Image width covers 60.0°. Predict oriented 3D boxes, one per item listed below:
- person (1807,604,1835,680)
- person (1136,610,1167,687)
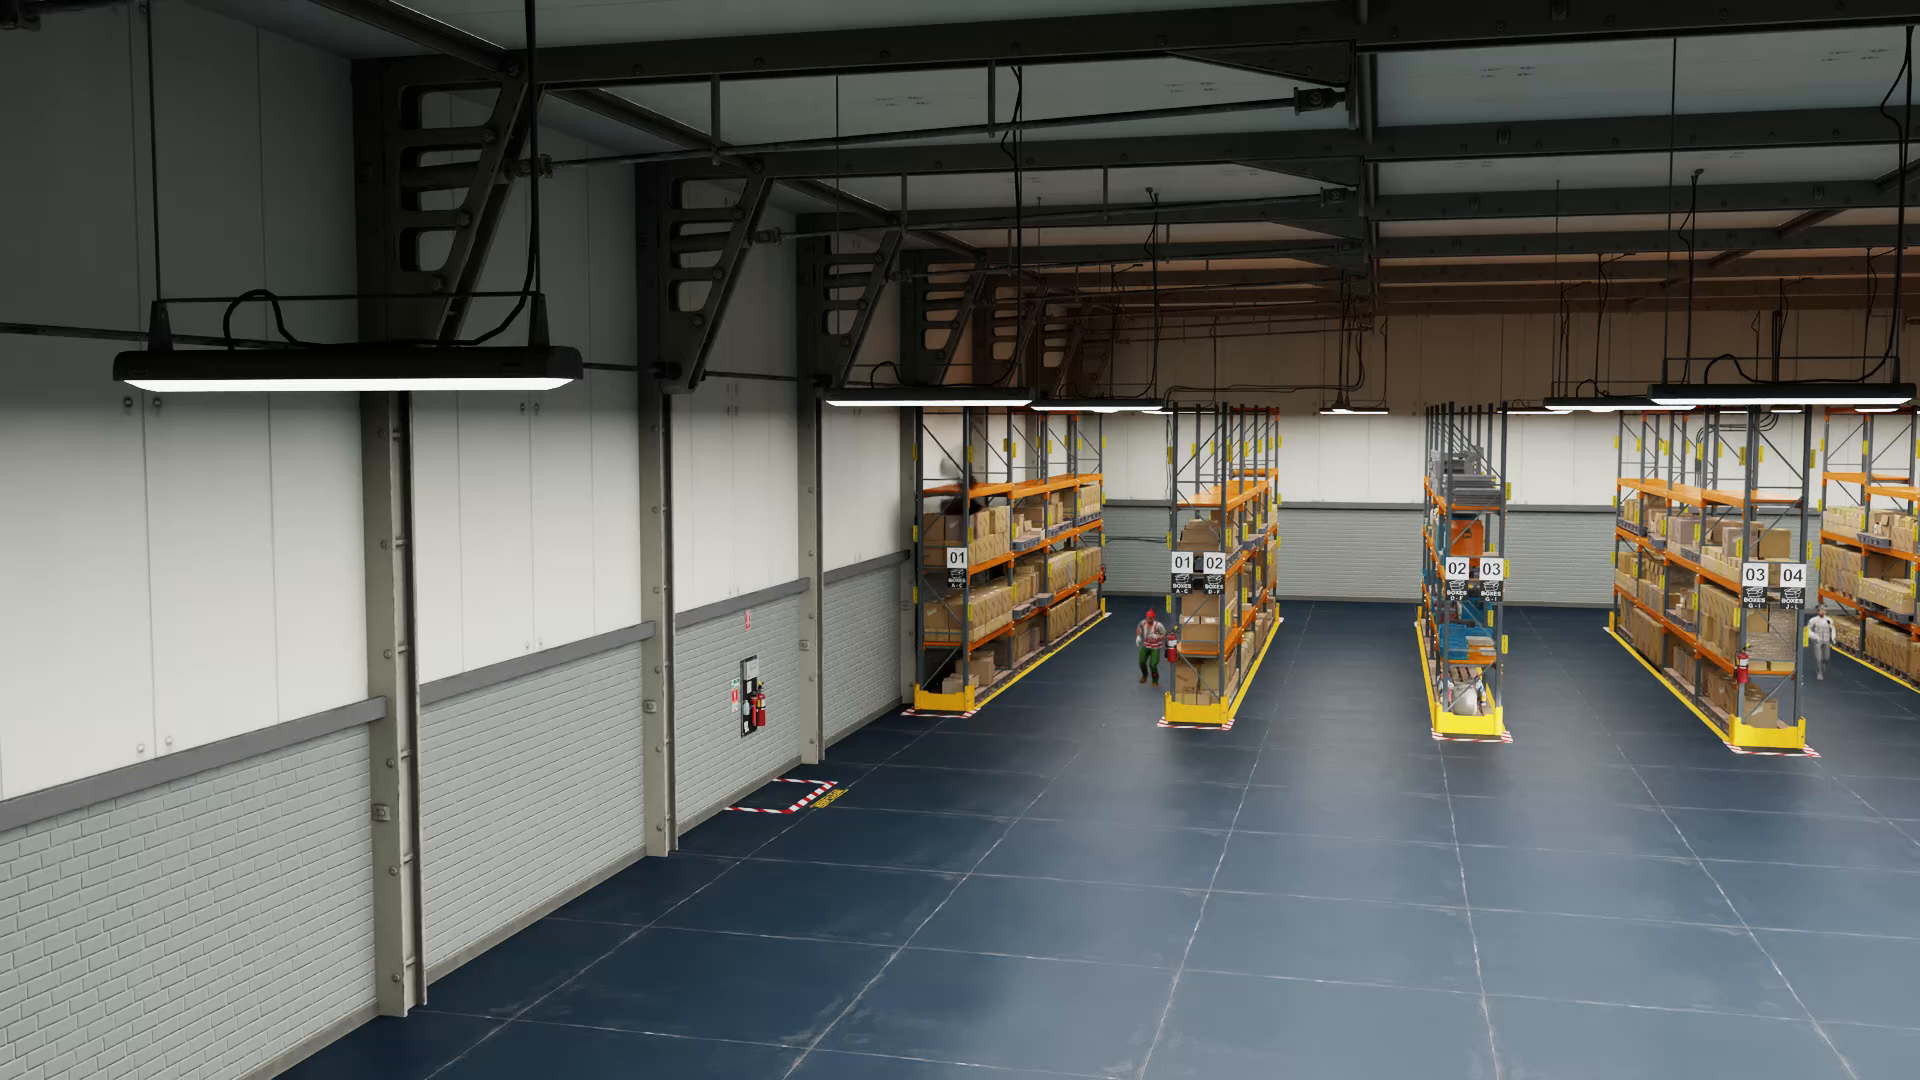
[{"bbox_3d":[18.856,2.219,36.416,0.616,1.659,0.554,1,4,14],"label":"person"},{"bbox_3d":[4.032,2.313,35.322,0.765,1.692,0.693,2,5,25],"label":"person"}]
